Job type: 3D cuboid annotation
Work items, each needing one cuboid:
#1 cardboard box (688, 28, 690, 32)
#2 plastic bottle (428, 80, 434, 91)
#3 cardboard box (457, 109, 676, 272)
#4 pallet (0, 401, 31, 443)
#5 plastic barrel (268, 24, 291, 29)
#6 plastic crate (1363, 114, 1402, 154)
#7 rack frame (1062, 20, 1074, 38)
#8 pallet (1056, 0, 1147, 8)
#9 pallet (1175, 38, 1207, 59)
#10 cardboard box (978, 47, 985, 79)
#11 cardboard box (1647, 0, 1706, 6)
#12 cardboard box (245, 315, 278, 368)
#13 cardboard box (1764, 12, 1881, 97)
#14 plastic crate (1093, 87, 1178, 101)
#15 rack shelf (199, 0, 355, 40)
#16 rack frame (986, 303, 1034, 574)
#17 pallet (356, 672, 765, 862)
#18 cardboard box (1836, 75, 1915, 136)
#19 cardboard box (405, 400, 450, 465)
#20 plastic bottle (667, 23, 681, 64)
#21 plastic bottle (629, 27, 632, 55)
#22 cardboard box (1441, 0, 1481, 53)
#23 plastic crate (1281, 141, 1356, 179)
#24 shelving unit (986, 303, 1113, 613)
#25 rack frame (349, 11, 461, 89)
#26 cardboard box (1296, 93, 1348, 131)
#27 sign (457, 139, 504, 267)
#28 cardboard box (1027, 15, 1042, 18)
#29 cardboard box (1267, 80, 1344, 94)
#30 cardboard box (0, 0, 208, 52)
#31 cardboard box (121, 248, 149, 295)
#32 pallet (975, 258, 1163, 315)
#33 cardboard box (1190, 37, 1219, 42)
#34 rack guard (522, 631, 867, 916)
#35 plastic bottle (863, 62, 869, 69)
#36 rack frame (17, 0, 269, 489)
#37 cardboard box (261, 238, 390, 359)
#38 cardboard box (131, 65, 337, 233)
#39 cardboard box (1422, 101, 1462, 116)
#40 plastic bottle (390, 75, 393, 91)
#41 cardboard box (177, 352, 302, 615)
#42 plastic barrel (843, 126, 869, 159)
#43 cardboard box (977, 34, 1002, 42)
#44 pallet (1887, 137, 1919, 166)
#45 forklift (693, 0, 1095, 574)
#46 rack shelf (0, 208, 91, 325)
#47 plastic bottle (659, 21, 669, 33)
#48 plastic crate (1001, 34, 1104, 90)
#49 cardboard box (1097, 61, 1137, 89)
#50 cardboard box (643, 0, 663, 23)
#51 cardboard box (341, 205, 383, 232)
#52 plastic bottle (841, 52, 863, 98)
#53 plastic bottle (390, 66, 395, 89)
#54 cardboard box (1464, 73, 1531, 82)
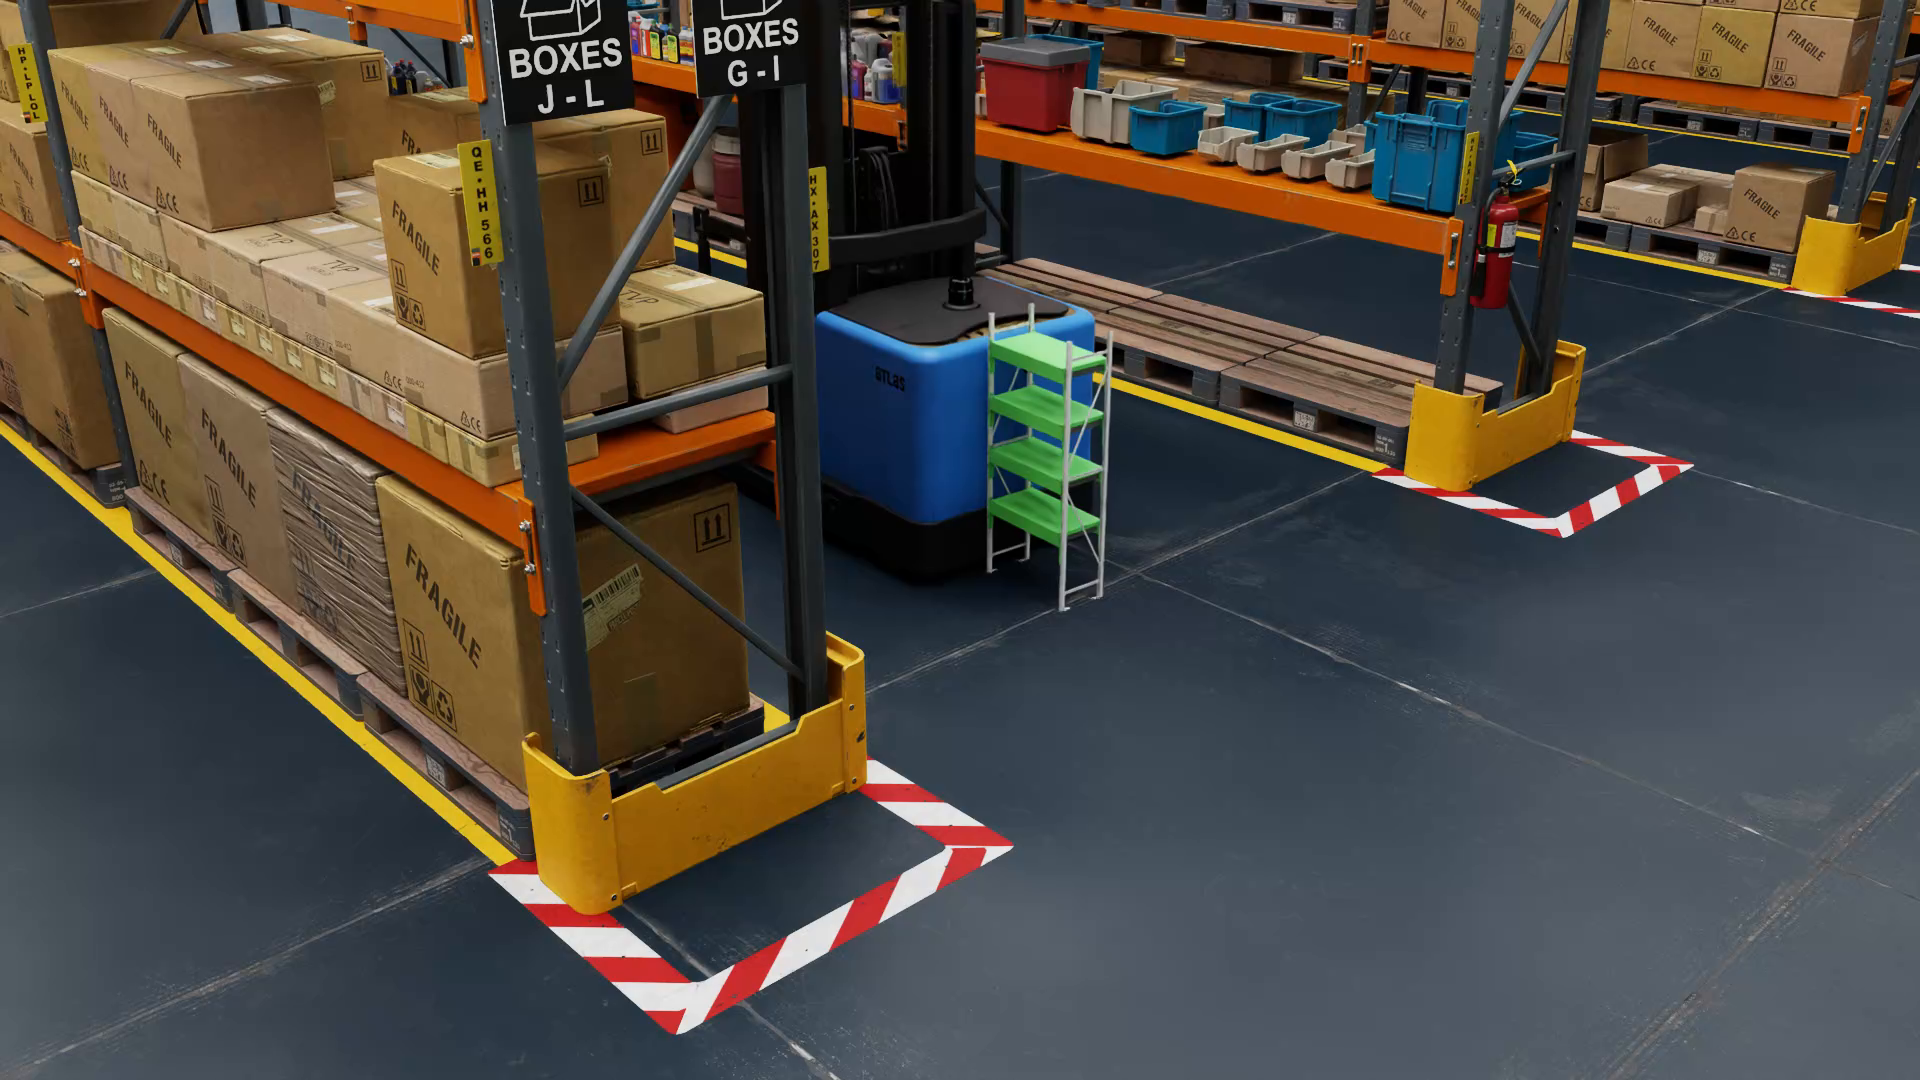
[{"bbox_3d":[-2.993,-6.173,20.473,0.500,0.250,0.500,-21,32,-38],"label":"cardboard box"},{"bbox_3d":[-5.415,-4.627,17.120,0.097,0.201,0.097,0,25,0],"label":"plastic bottle"},{"bbox_3d":[-1.334,-1.189,5.662,0.500,0.500,0.500,-22,33,-40],"label":"cardboard box"},{"bbox_3d":[-5.016,-0.933,9.541,1.003,0.211,1.213,-21,32,-38],"label":"pallet"},{"bbox_3d":[-7.676,-5.542,18.775,0.421,0.512,0.421,0,25,0],"label":"plastic barrel"},{"bbox_3d":[2.376,-2.131,8.938,0.416,0.233,0.300,-21,32,-38],"label":"plastic crate"},{"bbox_3d":[1.784,-8.259,22.239,1.000,3.000,0.127,-21,32,-38],"label":"rack frame"},{"bbox_3d":[1.419,-5.368,16.133,1.213,0.211,1.003,-21,32,-38],"label":"pallet"},{"bbox_3d":[3.155,-6.385,21.492,1.003,0.211,1.213,-21,32,-38],"label":"pallet"},{"bbox_3d":[0.367,-4.925,17.062,0.500,0.311,0.500,-20,31,-37],"label":"cardboard box"},{"bbox_3d":[5.164,-4.083,11.760,0.500,0.500,0.500,-20,31,-37],"label":"cardboard box"},{"bbox_3d":[-2.390,-0.771,6.129,0.380,0.149,0.250,-20,32,-37],"label":"cardboard box"},{"bbox_3d":[5.868,-3.321,11.295,0.500,0.500,0.500,-20,31,-37],"label":"cardboard box"},{"bbox_3d":[0.981,-2.664,10.234,0.437,0.125,0.590,-21,32,-38],"label":"plastic crate"},{"bbox_3d":[-6.815,-5.727,17.556,1.077,0.370,4.000,-21,32,-38],"label":"rack shelf"},{"bbox_3d":[0.217,-0.428,7.243,0.240,1.200,0.015,-18,30,-34],"label":"rack frame"},{"bbox_3d":[-1.465,0.641,6.091,1.003,0.211,1.213,-21,32,-38],"label":"pallet"},{"bbox_3d":[8.748,-4.164,15.770,0.500,0.500,0.700,23,33,40],"label":"cardboard box"},{"bbox_3d":[-1.524,-0.386,5.285,0.380,0.149,0.250,-21,32,-38],"label":"cardboard box"},{"bbox_3d":[-2.122,-3.697,12.380,0.061,0.283,0.133,-21,32,-38],"label":"plastic bottle"},{"bbox_3d":[-2.528,-3.851,12.817,0.097,0.201,0.097,0,25,0],"label":"plastic bottle"},{"bbox_3d":[4.140,-4.088,12.977,0.500,0.500,0.500,-21,32,-38],"label":"cardboard box"},{"bbox_3d":[1.877,-2.008,8.782,0.396,0.136,0.243,-21,32,-38],"label":"plastic crate"},{"bbox_3d":[0.368,-0.349,7.069,0.258,1.200,0.503,-18,30,-34],"label":"shelving unit"},{"bbox_3d":[-5.448,-5.448,16.079,1.000,3.000,0.127,-21,32,-38],"label":"rack frame"},{"bbox_3d":[3.092,-3.560,14.421,0.500,0.500,0.500,-21,32,-39],"label":"cardboard box"},{"bbox_3d":[-1.267,-0.892,4.412,0.100,0.325,0.005,-21,32,-38],"label":"sign"},{"bbox_3d":[1.045,-7.625,23.331,0.500,0.500,0.500,21,32,38],"label":"cardboard box"},{"bbox_3d":[3.113,-3.866,15.091,0.500,0.500,0.500,-21,32,-38],"label":"cardboard box"},{"bbox_3d":[-4.038,-2.313,7.876,0.797,0.503,0.637,-22,33,-40],"label":"cardboard box"},{"bbox_3d":[-3.276,-1.162,6.986,0.380,0.149,0.250,-20,31,-37],"label":"cardboard box"},{"bbox_3d":[0.551,-1.544,10.880,1.003,0.211,1.213,-21,32,-38],"label":"pallet"},{"bbox_3d":[3.360,-6.645,21.183,0.700,0.500,0.500,-21,32,-39],"label":"cardboard box"},{"bbox_3d":[-0.845,0.737,5.532,1.175,0.500,0.348,-21,32,-38],"label":"rack guard"},{"bbox_3d":[-0.657,-3.114,11.200,0.097,0.201,0.097,0,25,0],"label":"plastic bottle"},{"bbox_3d":[-3.595,-1.620,7.686,1.000,3.000,0.127,-21,32,-38],"label":"rack frame"},{"bbox_3d":[-2.081,-0.854,5.831,0.500,0.250,0.500,22,33,40],"label":"cardboard box"},{"bbox_3d":[-2.765,-1.502,6.348,0.500,0.500,0.500,-22,33,-40],"label":"cardboard box"},{"bbox_3d":[4.235,-3.399,14.069,0.500,0.500,0.500,-21,32,-38],"label":"cardboard box"},{"bbox_3d":[-6.002,-4.887,17.690,0.097,0.201,0.097,0,25,0],"label":"plastic bottle"},{"bbox_3d":[-2.587,-0.349,6.954,0.875,0.875,0.875,-21,32,-38],"label":"cardboard box"},{"bbox_3d":[-0.823,-2.645,11.956,0.600,0.901,0.708,-21,32,-38],"label":"plastic barrel"},{"bbox_3d":[0.396,-5.234,17.741,0.500,0.311,0.500,-22,33,-40],"label":"cardboard box"},{"bbox_3d":[9.382,-3.575,15.331,1.003,0.211,1.213,-21,32,-38],"label":"pallet"},{"bbox_3d":[-0.687,-1.729,8.008,1.130,2.935,3.031,-18,30,-34],"label":"forklift"},{"bbox_3d":[-4.962,-1.898,9.164,1.077,0.370,4.000,-21,32,-38],"label":"rack shelf"},{"bbox_3d":[-2.234,-3.789,12.597,0.097,0.271,0.097,0,25,0],"label":"plastic bottle"},{"bbox_3d":[0.588,-3.000,10.659,0.392,0.384,0.575,-21,32,-38],"label":"plastic crate"},{"bbox_3d":[1.369,-4.327,16.103,0.500,0.500,0.500,22,33,40],"label":"cardboard box"},{"bbox_3d":[-3.665,-6.821,20.991,0.500,0.500,0.500,-21,32,-38],"label":"cardboard box"},{"bbox_3d":[-2.054,-1.162,6.506,0.500,0.250,0.500,-22,32,-39],"label":"cardboard box"},{"bbox_3d":[-0.735,-3.107,11.095,0.152,0.276,0.135,-21,32,-38],"label":"plastic bottle"},{"bbox_3d":[-5.953,-4.861,17.548,0.097,0.271,0.097,0,25,0],"label":"plastic bottle"},{"bbox_3d":[6.103,-5.477,18.225,0.750,0.750,0.750,-20,31,-37],"label":"cardboard box"}]
